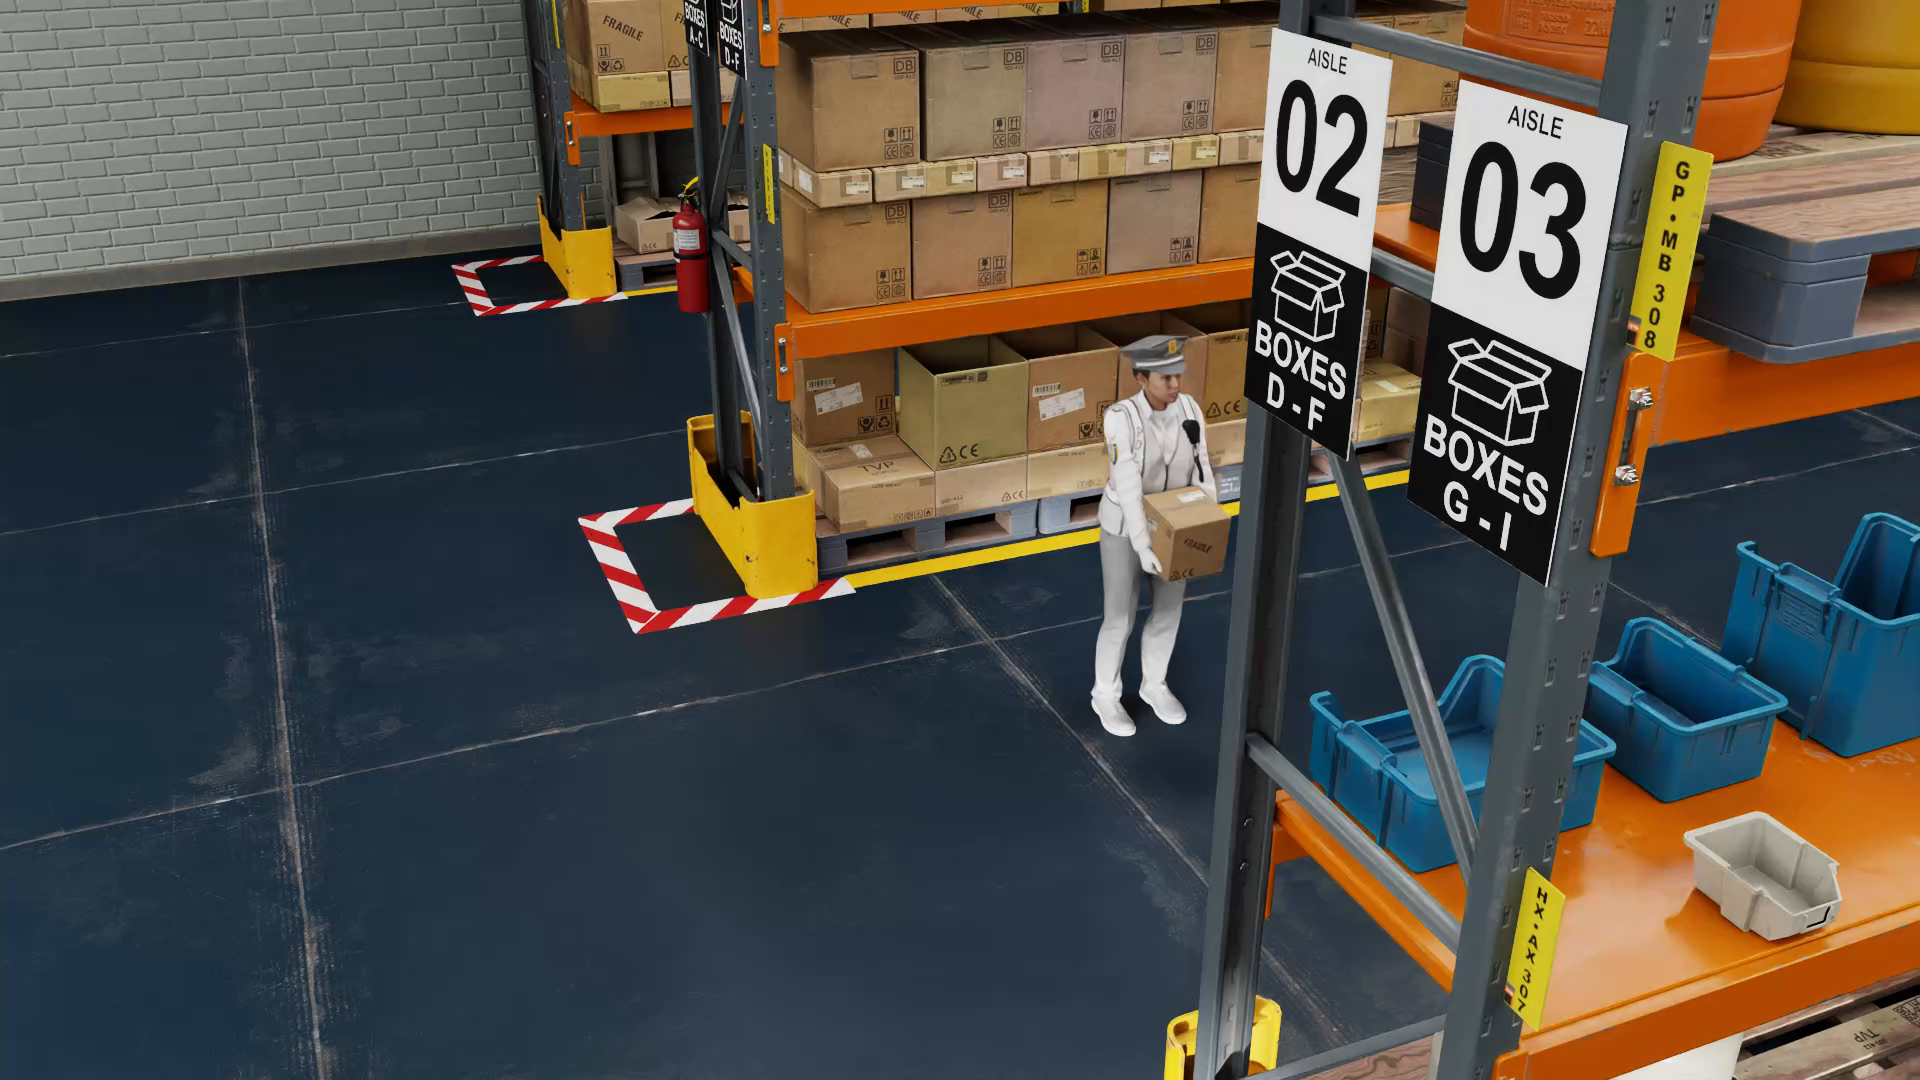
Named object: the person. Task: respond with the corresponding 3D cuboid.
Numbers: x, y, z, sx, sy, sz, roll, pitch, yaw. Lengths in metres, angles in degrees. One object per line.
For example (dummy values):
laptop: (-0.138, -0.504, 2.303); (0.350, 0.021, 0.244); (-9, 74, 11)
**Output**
person: (0.791, 0.005, 6.583); (0.416, 1.688, 0.526); (-11, 28, -21)
